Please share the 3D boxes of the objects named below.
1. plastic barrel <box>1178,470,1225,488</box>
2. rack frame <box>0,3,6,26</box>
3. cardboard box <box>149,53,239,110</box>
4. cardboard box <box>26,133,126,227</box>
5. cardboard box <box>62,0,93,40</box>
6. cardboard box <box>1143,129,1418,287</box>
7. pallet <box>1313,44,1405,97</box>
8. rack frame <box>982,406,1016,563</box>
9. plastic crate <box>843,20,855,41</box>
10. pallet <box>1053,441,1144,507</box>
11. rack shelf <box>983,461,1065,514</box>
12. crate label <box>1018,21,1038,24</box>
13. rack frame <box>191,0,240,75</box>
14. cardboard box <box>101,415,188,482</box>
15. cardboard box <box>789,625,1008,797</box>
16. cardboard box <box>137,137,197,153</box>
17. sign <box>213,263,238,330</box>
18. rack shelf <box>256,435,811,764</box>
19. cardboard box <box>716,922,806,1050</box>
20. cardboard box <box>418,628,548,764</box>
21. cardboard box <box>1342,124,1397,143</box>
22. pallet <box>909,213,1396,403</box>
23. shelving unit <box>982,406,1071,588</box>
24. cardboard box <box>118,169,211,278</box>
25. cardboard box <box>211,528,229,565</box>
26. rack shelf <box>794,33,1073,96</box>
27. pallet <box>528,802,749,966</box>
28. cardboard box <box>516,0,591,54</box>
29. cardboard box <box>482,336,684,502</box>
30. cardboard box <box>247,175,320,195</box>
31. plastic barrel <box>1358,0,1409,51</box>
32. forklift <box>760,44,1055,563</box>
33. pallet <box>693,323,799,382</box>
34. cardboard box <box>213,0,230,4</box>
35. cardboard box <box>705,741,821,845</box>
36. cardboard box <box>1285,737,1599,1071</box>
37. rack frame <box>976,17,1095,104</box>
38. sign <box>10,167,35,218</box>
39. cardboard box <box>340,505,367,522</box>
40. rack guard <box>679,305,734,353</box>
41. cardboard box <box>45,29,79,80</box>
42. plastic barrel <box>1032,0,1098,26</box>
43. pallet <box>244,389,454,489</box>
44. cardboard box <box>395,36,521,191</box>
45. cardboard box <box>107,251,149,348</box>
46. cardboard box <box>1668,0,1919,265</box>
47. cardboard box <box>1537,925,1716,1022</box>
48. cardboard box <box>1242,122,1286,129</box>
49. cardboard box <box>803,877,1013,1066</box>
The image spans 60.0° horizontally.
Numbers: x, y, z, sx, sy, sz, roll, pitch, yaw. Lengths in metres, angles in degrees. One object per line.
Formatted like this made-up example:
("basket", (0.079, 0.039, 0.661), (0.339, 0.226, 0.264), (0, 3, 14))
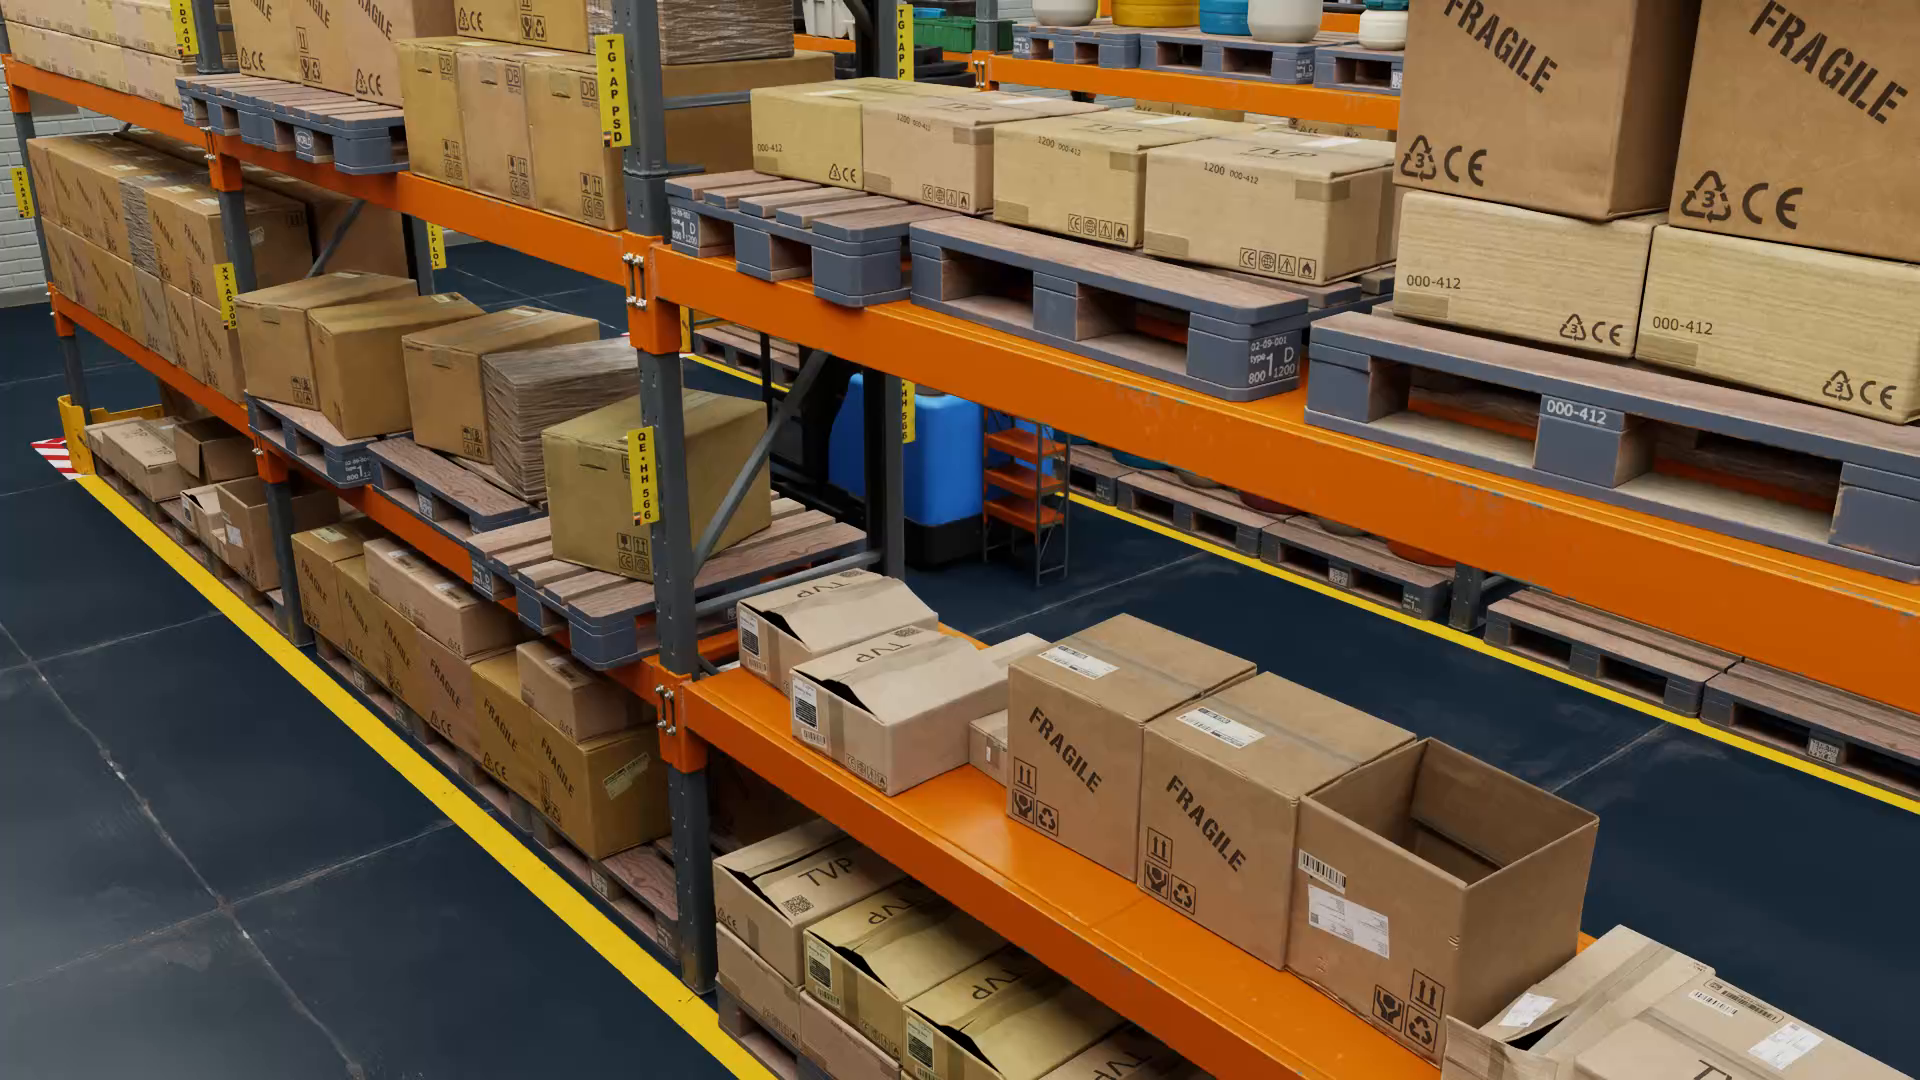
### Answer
("plastic barrel", (1.625, -0.630, 10.814), (0.421, 0.512, 0.421), (0, 21, 0))
("rack frame", (-5.846, -4.840, 10.503), (1.000, 3.000, 0.127), (-17, 27, -37))
("cardboard box", (-3.754, -2.340, 8.437), (0.500, 0.250, 0.500), (-17, 27, -37))
("cardboard box", (-5.756, -2.374, 10.923), (0.500, 0.500, 0.500), (-16, 27, -36))
("cardboard box", (-4.732, -2.987, 9.405), (0.500, 0.250, 0.500), (-17, 27, -37))
("cardboard box", (0.786, -0.797, 3.922), (0.500, 0.250, 0.500), (20, 29, 41))
("pallet", (2.706, -2.558, 9.048), (1.003, 0.211, 1.213), (-17, 27, -37))
("rack frame", (0.234, -0.445, 9.976), (0.240, 1.200, 0.015), (-16, 27, -36))
("plastic crate", (-0.598, -3.655, 11.950), (0.293, 0.136, 0.466), (-17, 27, -37))
("pallet", (0.992, -0.598, 11.722), (1.003, 0.211, 1.213), (-17, 27, -37))
("rack shelf", (0.387, -0.313, 9.824), (0.258, 0.148, 0.480), (-16, 27, -36))
("crate label", (0.420, -3.598, 11.805), (0.293, 0.136, 0.466), (-17, 27, -37))
("rack frame", (-3.235, -3.735, 7.681), (1.000, 3.000, 0.127), (-17, 27, -37))
("cardboard box", (-5.379, -0.615, 11.109), (0.500, 0.250, 0.500), (-17, 27, -37))
("cardboard box", (-0.187, 0.498, 5.221), (0.500, 0.311, 0.500), (-18, 28, -38))
("cardboard box", (-5.017, -2.362, 10.894), (0.500, 0.500, 0.500), (-17, 27, -36))
("sign", (-3.641, -1.214, 8.282), (0.100, 0.325, 0.005), (-17, 27, -37))
("rack shelf", (-1.929, -0.054, 7.496), (1.077, 0.370, 4.000), (-17, 27, -37))
("cardboard box", (-0.504, 1.463, 5.831), (0.500, 0.250, 0.500), (-18, 27, -38))
("cardboard box", (-2.097, 0.633, 7.578), (0.500, 0.500, 0.500), (-19, 28, -39))
("cardboard box", (3.770, -3.780, 14.792), (0.500, 0.500, 0.500), (-16, 27, -36))
("pallet", (0.619, -0.671, 4.230), (1.003, 0.211, 1.213), (-16, 26, -35))
("shelving unit", (0.387, -0.376, 9.799), (0.258, 1.200, 0.503), (-16, 27, -36))
("cardboard box", (-4.426, -1.812, 9.489), (0.500, 0.500, 0.500), (-17, 27, -37))
("cardboard box", (-4.112, 0.002, 9.673), (0.380, 0.149, 0.250), (-17, 27, -37))
("rack shelf", (-0.785, -3.734, 12.778), (1.077, 0.370, 4.000), (-17, 27, -37))
("pallet", (-1.082, 1.247, 7.012), (1.003, 0.211, 1.213), (-17, 27, -37))
("cardboard box", (-1.237, -2.008, 5.877), (0.500, 0.500, 0.500), (-17, 27, -37))
("cardboard box", (-1.573, -0.524, 6.996), (0.700, 0.500, 0.500), (-12, 24, -28))
("cardboard box", (-3.666, -1.793, 9.442), (0.500, 0.500, 0.500), (-19, 28, -39))
("plastic barrel", (2.320, -2.804, 9.031), (0.301, 0.262, 0.301), (0, 21, 0))
("forklift", (-0.718, -1.691, 10.782), (1.130, 2.935, 3.031), (-16, 27, -36))
("pallet", (-1.582, -1.690, 14.508), (1.003, 0.211, 1.213), (-17, 27, -37))
("cardboard box", (-3.581, -2.976, 8.348), (0.700, 0.500, 0.500), (-17, 27, -37))
("cardboard box", (-0.704, 0.929, 6.824), (0.500, 0.500, 0.500), (-16, 27, -35))
("cardboard box", (1.154, 0.860, 4.037), (0.500, 0.500, 0.500), (-15, 26, -34))
("rack frame", (0.520, -2.120, 11.783), (1.000, 3.000, 0.127), (-17, 27, -37))
("sign", (-6.257, -2.321, 11.109), (0.100, 0.325, 0.005), (-17, 27, -37))
("cardboard box", (-3.345, -0.062, 9.613), (0.500, 0.311, 0.500), (-17, 27, -37))
("rack guard", (-2.116, -2.065, 15.070), (1.175, 0.500, 0.348), (-17, 27, -37))
("cardboard box", (-5.059, -2.892, 9.848), (0.500, 0.250, 0.500), (-17, 27, -37))
("plastic barrel", (0.674, -3.570, 10.611), (0.433, 0.535, 0.433), (0, 21, 0))
("pallet", (-2.796, -0.606, 8.180), (1.003, 0.211, 1.213), (-17, 27, -37))
("cardboard box", (-1.606, -1.677, 6.402), (0.910, 0.500, 0.500), (-17, 27, -37))
("cardboard box", (-4.765, -1.489, 10.035), (0.500, 0.500, 0.500), (-17, 27, -37))
("cardboard box", (1.614, -0.783, 2.858), (0.500, 0.500, 0.500), (-17, 27, -37))
("cardboard box", (1.564, 1.092, 3.927), (0.380, 0.149, 0.250), (-17, 27, -37))
("cardboard box", (2.784, -3.851, 16.002), (0.500, 0.250, 0.500), (-18, 28, -38))
("cardboard box", (-0.155, 1.345, 5.363), (0.500, 0.311, 0.500), (-18, 28, -39))
